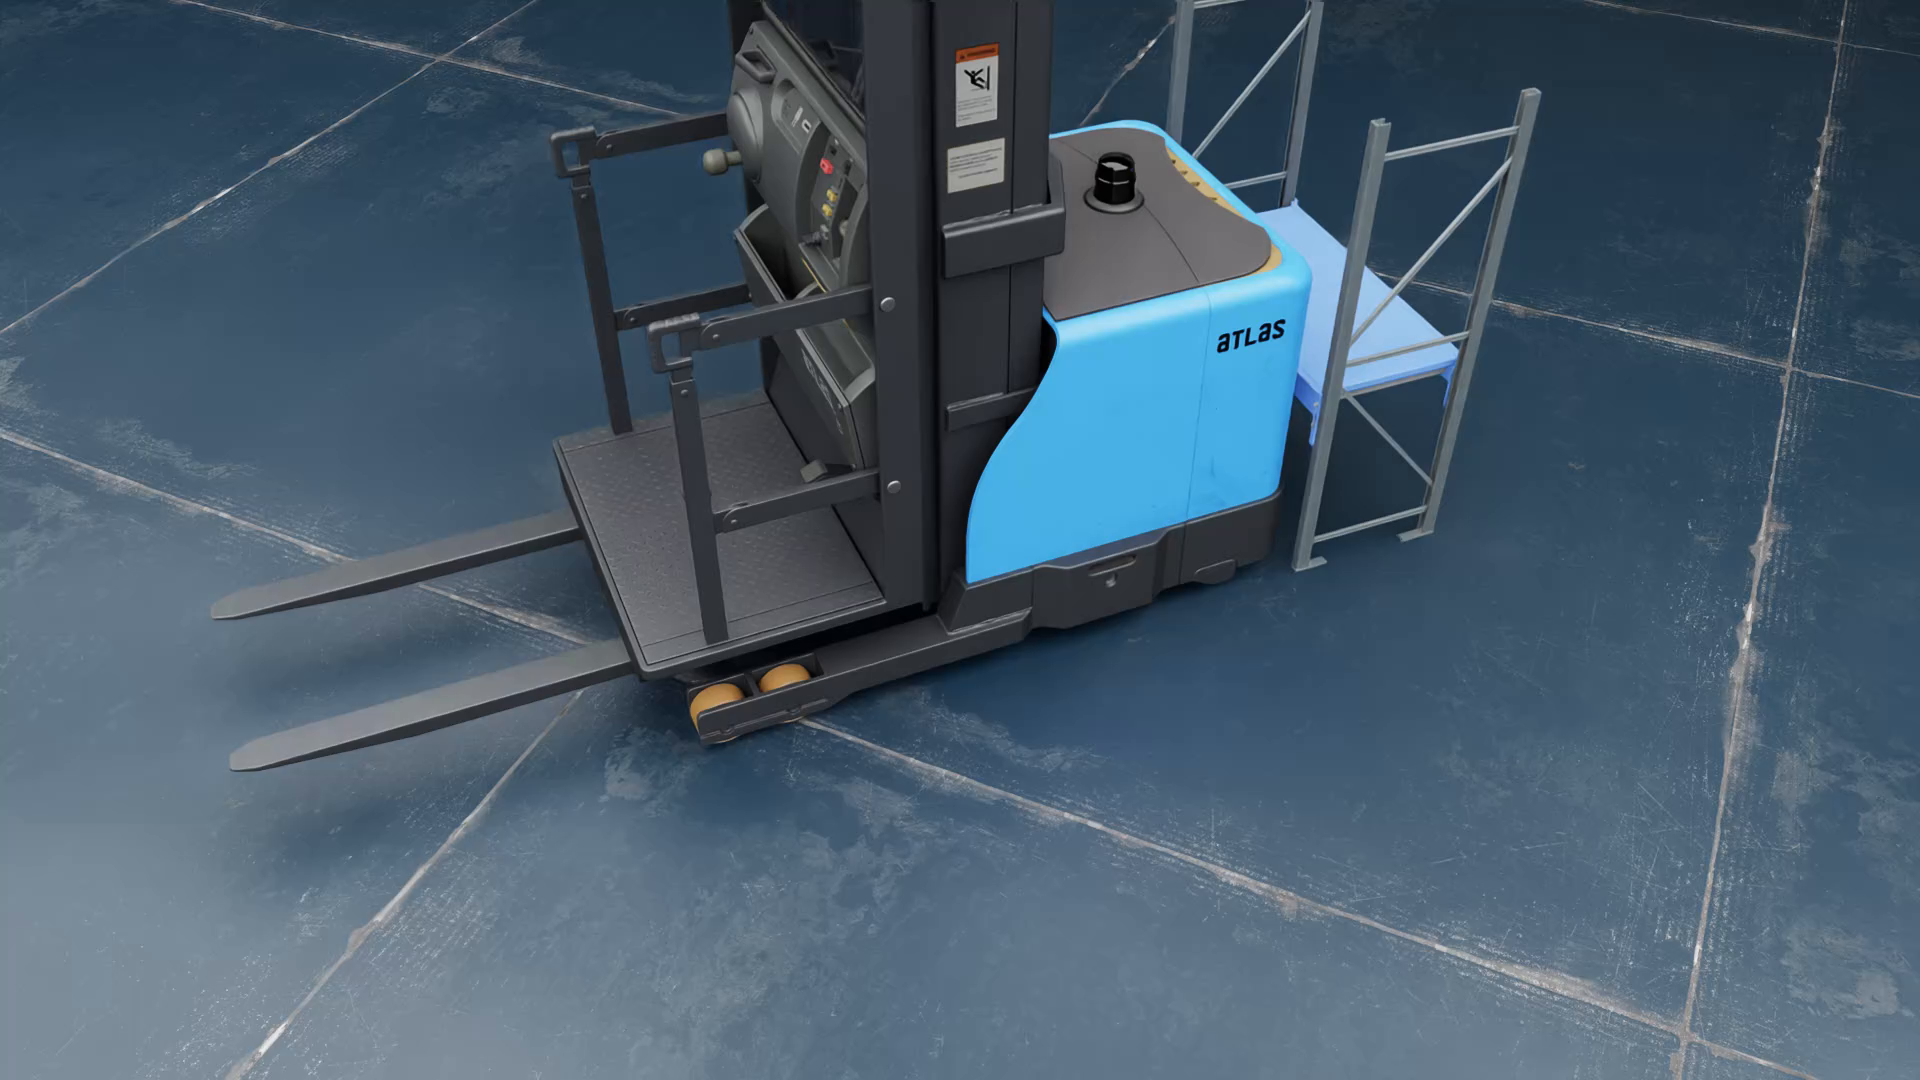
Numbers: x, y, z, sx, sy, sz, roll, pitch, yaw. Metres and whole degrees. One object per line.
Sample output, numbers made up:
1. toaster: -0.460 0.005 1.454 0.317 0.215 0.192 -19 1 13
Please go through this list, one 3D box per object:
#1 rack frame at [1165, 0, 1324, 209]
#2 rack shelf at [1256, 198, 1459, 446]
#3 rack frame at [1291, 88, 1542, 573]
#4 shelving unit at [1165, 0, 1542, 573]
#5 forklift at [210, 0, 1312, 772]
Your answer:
1. rack frame: 0.881 -1.153 5.434 0.500 1.500 0.032 -15 43 -17
2. rack shelf: 1.072 -0.708 5.196 0.538 0.185 1.000 -15 43 -17
3. rack frame: 1.264 -0.536 4.722 0.500 1.500 0.032 -15 43 -17
4. shelving unit: 1.072 -0.844 5.078 0.538 1.500 1.048 -15 43 -17
5. forklift: -0.595 -0.941 4.098 3.031 2.935 1.130 -16 43 -17
